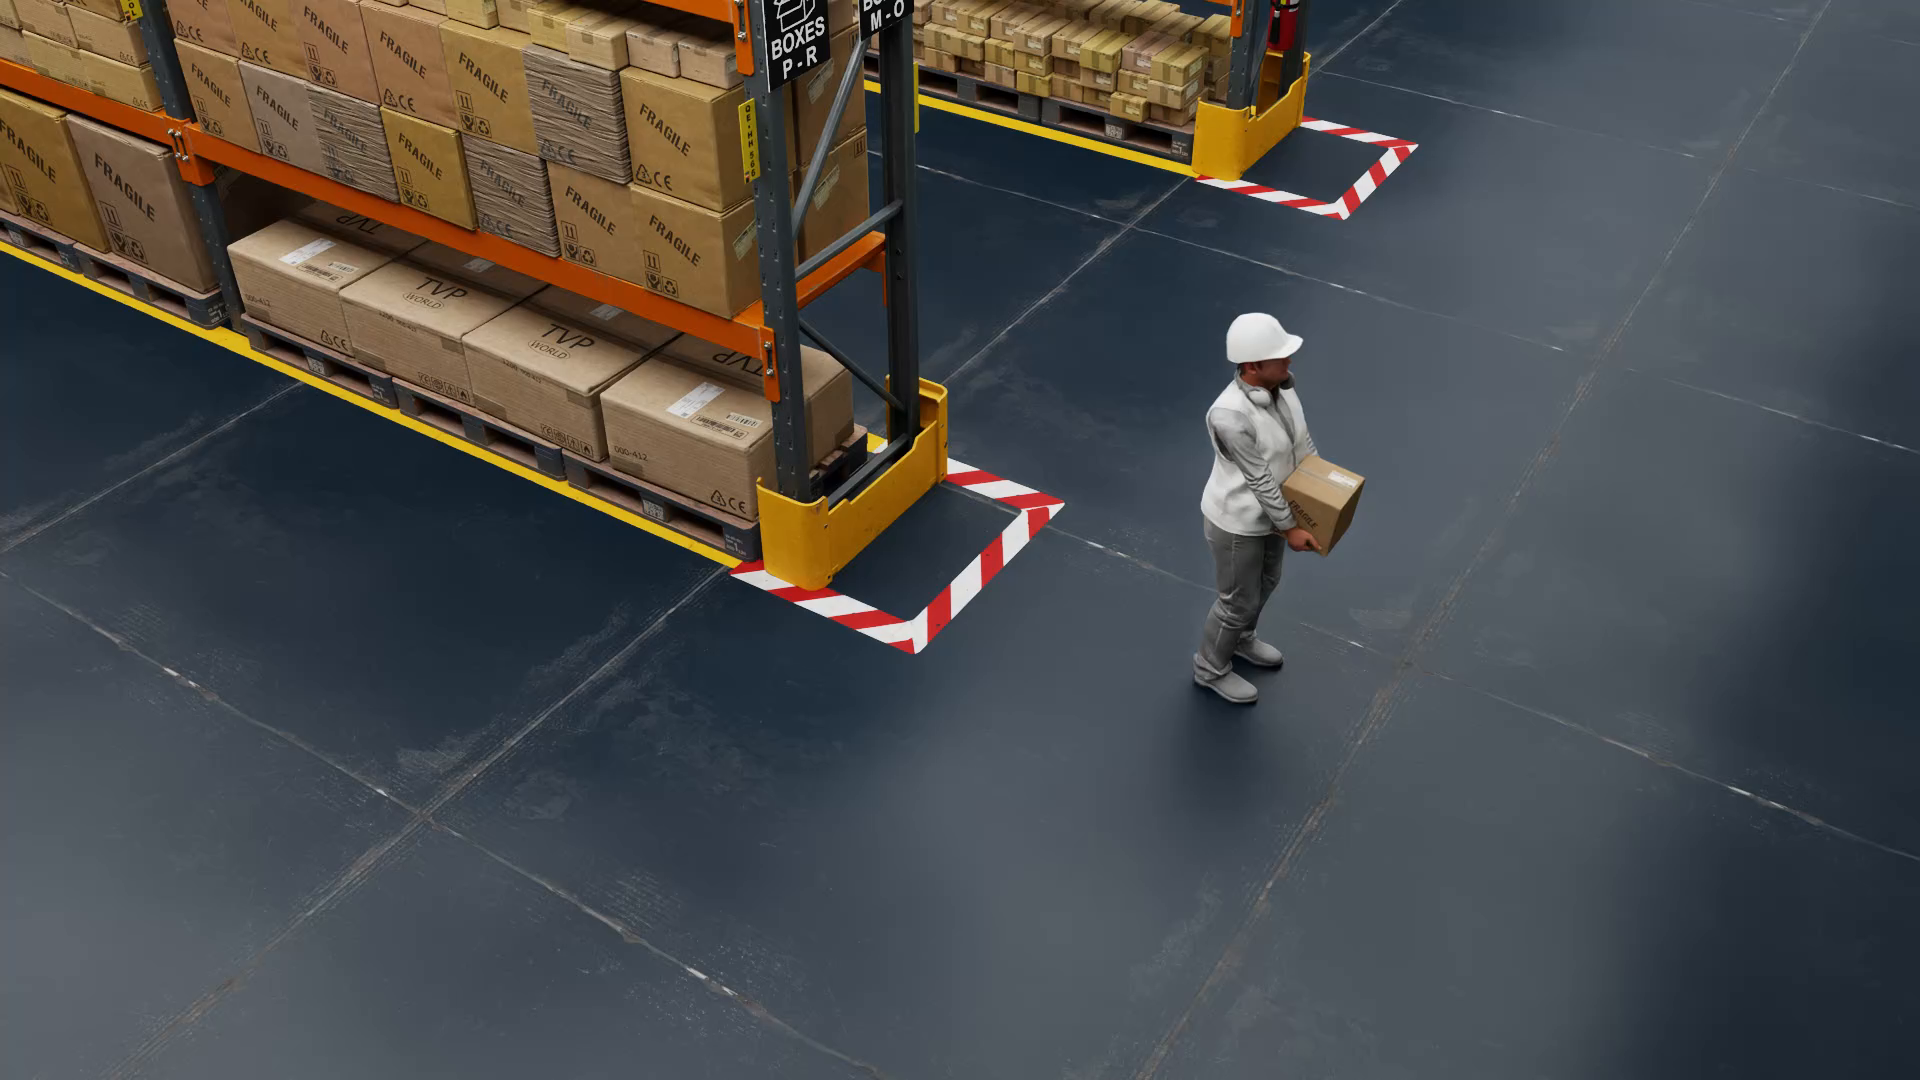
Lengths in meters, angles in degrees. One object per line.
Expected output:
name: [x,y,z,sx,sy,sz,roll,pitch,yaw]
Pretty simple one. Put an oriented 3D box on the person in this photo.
person: [1.274,-0.104,6.800,0.554,1.762,0.494,22,43,25]
